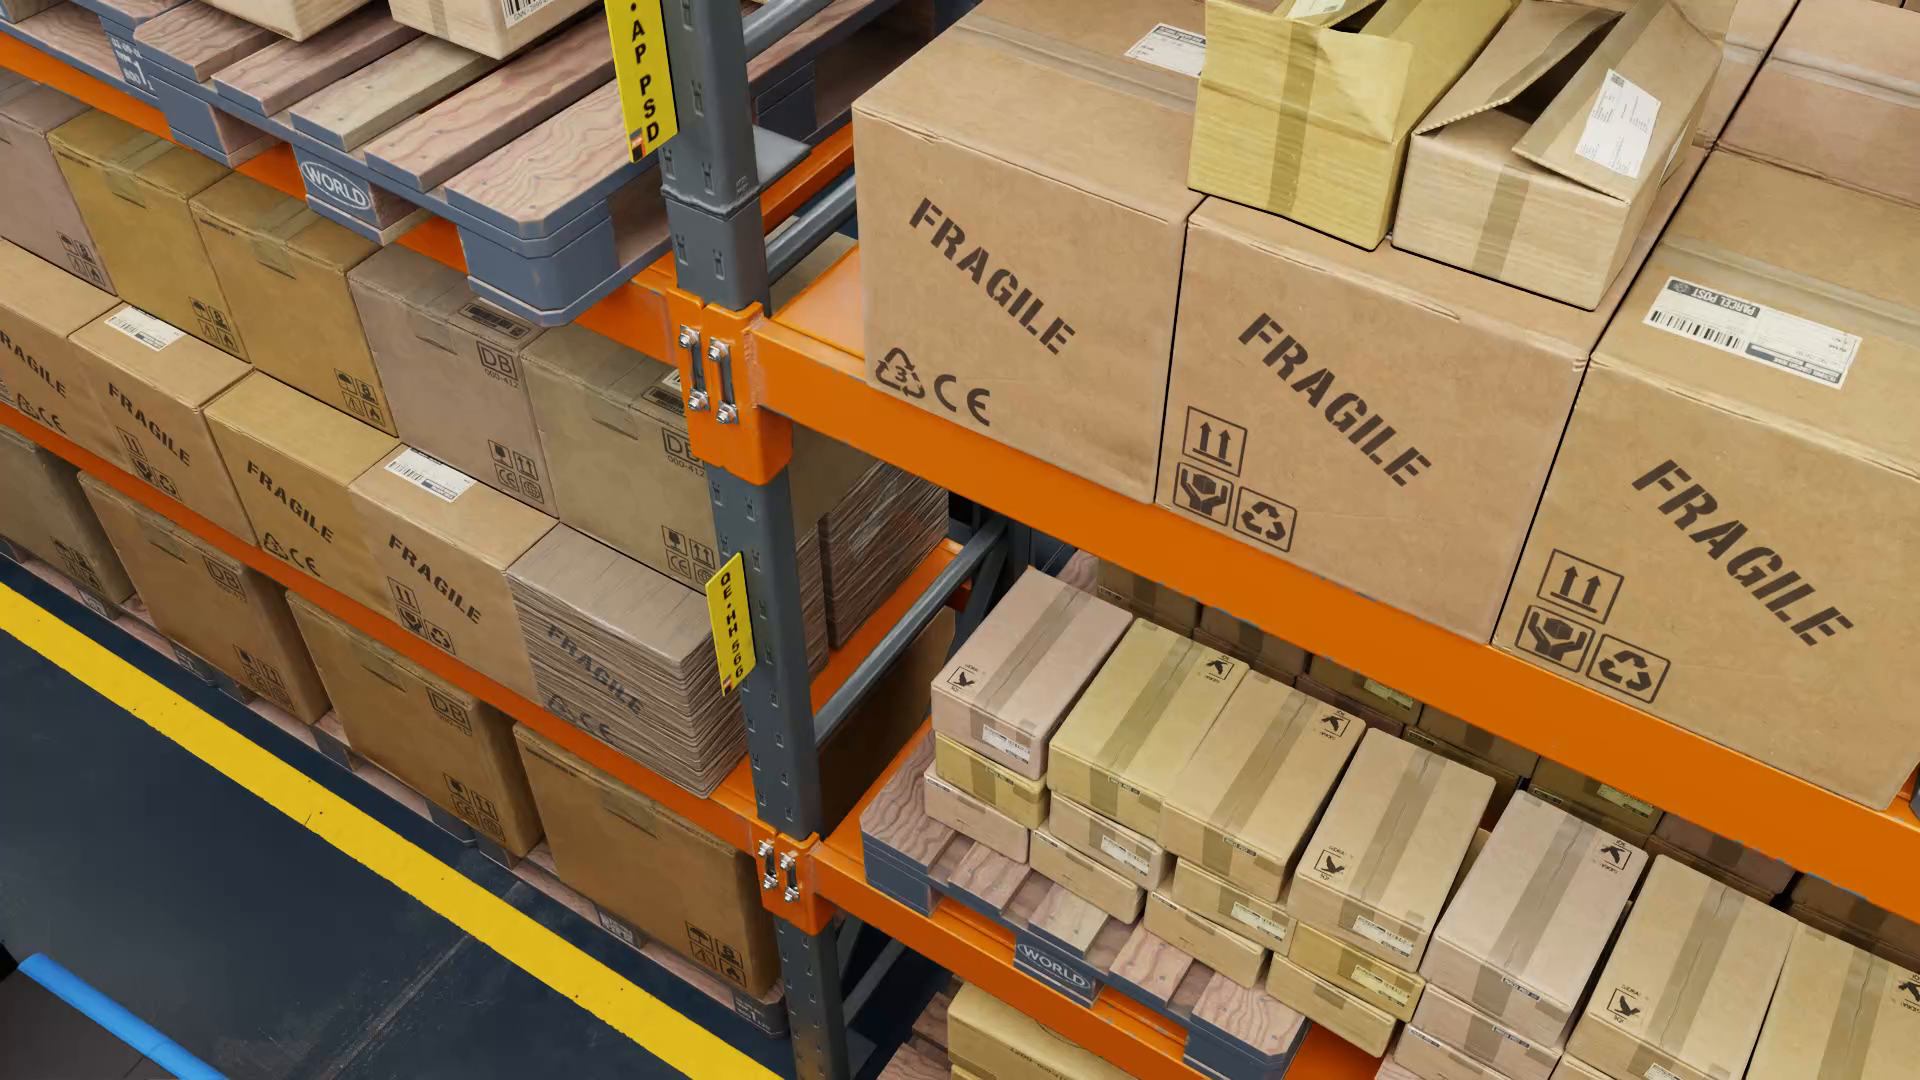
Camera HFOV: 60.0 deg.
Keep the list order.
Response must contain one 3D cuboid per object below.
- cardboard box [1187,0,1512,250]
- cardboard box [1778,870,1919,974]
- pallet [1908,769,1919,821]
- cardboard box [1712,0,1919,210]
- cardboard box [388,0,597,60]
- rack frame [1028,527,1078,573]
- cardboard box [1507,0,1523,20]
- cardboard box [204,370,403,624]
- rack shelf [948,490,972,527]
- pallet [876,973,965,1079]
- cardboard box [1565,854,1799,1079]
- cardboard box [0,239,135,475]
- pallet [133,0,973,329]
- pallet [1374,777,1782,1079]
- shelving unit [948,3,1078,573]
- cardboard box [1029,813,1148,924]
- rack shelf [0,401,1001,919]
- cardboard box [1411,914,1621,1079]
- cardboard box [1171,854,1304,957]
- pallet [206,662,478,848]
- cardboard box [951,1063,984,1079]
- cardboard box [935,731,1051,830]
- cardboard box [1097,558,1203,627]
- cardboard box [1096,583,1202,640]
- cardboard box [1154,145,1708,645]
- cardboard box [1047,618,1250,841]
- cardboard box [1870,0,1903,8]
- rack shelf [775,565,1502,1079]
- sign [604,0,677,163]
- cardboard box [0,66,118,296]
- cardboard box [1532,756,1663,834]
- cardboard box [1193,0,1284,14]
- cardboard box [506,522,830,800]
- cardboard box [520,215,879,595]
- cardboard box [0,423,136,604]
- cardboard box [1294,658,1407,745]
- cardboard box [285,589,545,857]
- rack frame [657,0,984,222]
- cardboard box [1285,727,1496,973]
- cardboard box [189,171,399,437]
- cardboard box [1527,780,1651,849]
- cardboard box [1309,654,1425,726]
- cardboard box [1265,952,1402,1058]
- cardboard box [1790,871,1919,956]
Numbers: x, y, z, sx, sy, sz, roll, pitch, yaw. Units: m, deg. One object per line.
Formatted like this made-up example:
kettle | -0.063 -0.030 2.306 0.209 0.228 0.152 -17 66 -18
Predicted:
cardboard box | 0.485 -0.591 2.038 0.258 0.266 0.396 25 51 22
cardboard box | 1.831 0.691 3.369 0.250 0.149 0.380 23 50 20
pallet | 1.889 0.099 2.102 1.003 0.211 1.213 25 51 22
cardboard box | 1.324 -0.397 2.383 0.500 0.500 0.500 25 51 22
cardboard box | -0.764 -1.011 2.850 0.250 0.166 0.380 25 51 22
rack frame | 0.345 -0.573 5.343 0.015 2.100 0.400 25 51 22
cardboard box | 0.780 -0.924 2.362 0.258 0.266 0.396 25 51 22
cardboard box | -1.505 -0.201 4.284 0.500 0.500 0.500 24 50 21
rack shelf | 0.139 -0.170 5.946 0.480 0.518 0.431 25 51 22
pallet | 0.516 1.509 4.637 1.213 0.211 1.003 25 51 22
cardboard box | 1.251 0.771 2.877 0.250 0.149 0.380 26 51 23
cardboard box | -2.366 -0.594 4.666 0.500 0.500 0.500 24 51 22
pallet | -0.711 -0.963 3.135 1.003 0.211 1.213 27 52 24
pallet | 1.548 1.042 3.280 1.213 0.211 1.003 25 51 22
shelving unit | 0.139 -0.668 5.435 0.503 2.100 0.431 25 51 22
cardboard box | 0.353 0.574 3.483 0.250 0.149 0.380 27 52 24
rack shelf | -1.824 -0.290 4.942 4.000 0.370 1.077 25 51 22
cardboard box | 1.035 0.779 3.077 0.250 0.149 0.380 25 51 22
cardboard box | 0.614 0.584 3.266 0.250 0.149 0.380 23 50 21
pallet | -1.786 0.381 5.732 1.213 0.211 1.003 25 51 22
cardboard box | 0.317 1.386 4.262 0.500 0.500 0.500 23 50 21
cardboard box | 0.158 0.379 3.465 0.250 0.149 0.380 27 52 24
cardboard box | 0.521 -0.013 3.846 0.250 0.149 0.380 26 51 23
cardboard box | 0.523 0.088 3.955 0.250 0.149 0.380 26 51 23
cardboard box | 0.621 -0.276 2.265 0.500 0.500 0.500 25 51 22
cardboard box | 0.371 0.366 3.271 0.250 0.149 0.380 23 50 21
cardboard box | 3.320 -2.206 6.232 0.500 0.500 0.500 23 50 21
rack shelf | 1.543 1.258 3.437 4.000 0.370 1.077 25 51 22
sign | -0.447 -0.688 2.320 0.005 0.325 0.100 25 51 22
cardboard box | -2.227 -1.116 4.476 0.500 0.500 0.700 25 51 22
cardboard box | 1.388 0.385 3.459 0.250 0.149 0.380 24 51 22
cardboard box | 0.477 -0.779 2.754 0.500 0.500 0.500 25 51 22
cardboard box | -0.665 0.186 3.908 0.500 0.500 0.500 25 51 22
cardboard box | -0.513 -0.330 3.712 0.500 0.500 0.700 24 51 22
cardboard box | -2.937 -0.492 5.912 0.750 0.750 1.050 24 51 22
cardboard box | 0.947 0.285 3.764 0.250 0.149 0.380 26 51 23
cardboard box | -1.342 0.244 5.197 0.750 0.750 1.050 25 51 23
rack frame | -0.141 -1.857 1.780 0.127 3.000 1.000 25 51 22
cardboard box | 0.798 0.566 3.076 0.250 0.149 0.380 23 50 21
cardboard box | -1.373 -0.722 4.093 0.500 0.500 0.700 24 50 22
cardboard box | 1.383 0.487 3.568 0.250 0.149 0.380 23 50 20
cardboard box | 0.969 0.190 3.649 0.250 0.149 0.380 26 51 23
cardboard box | 0.808 0.781 3.282 0.250 0.149 0.380 27 52 24
cardboard box | 1.825 0.585 3.265 0.250 0.149 0.380 24 50 21
